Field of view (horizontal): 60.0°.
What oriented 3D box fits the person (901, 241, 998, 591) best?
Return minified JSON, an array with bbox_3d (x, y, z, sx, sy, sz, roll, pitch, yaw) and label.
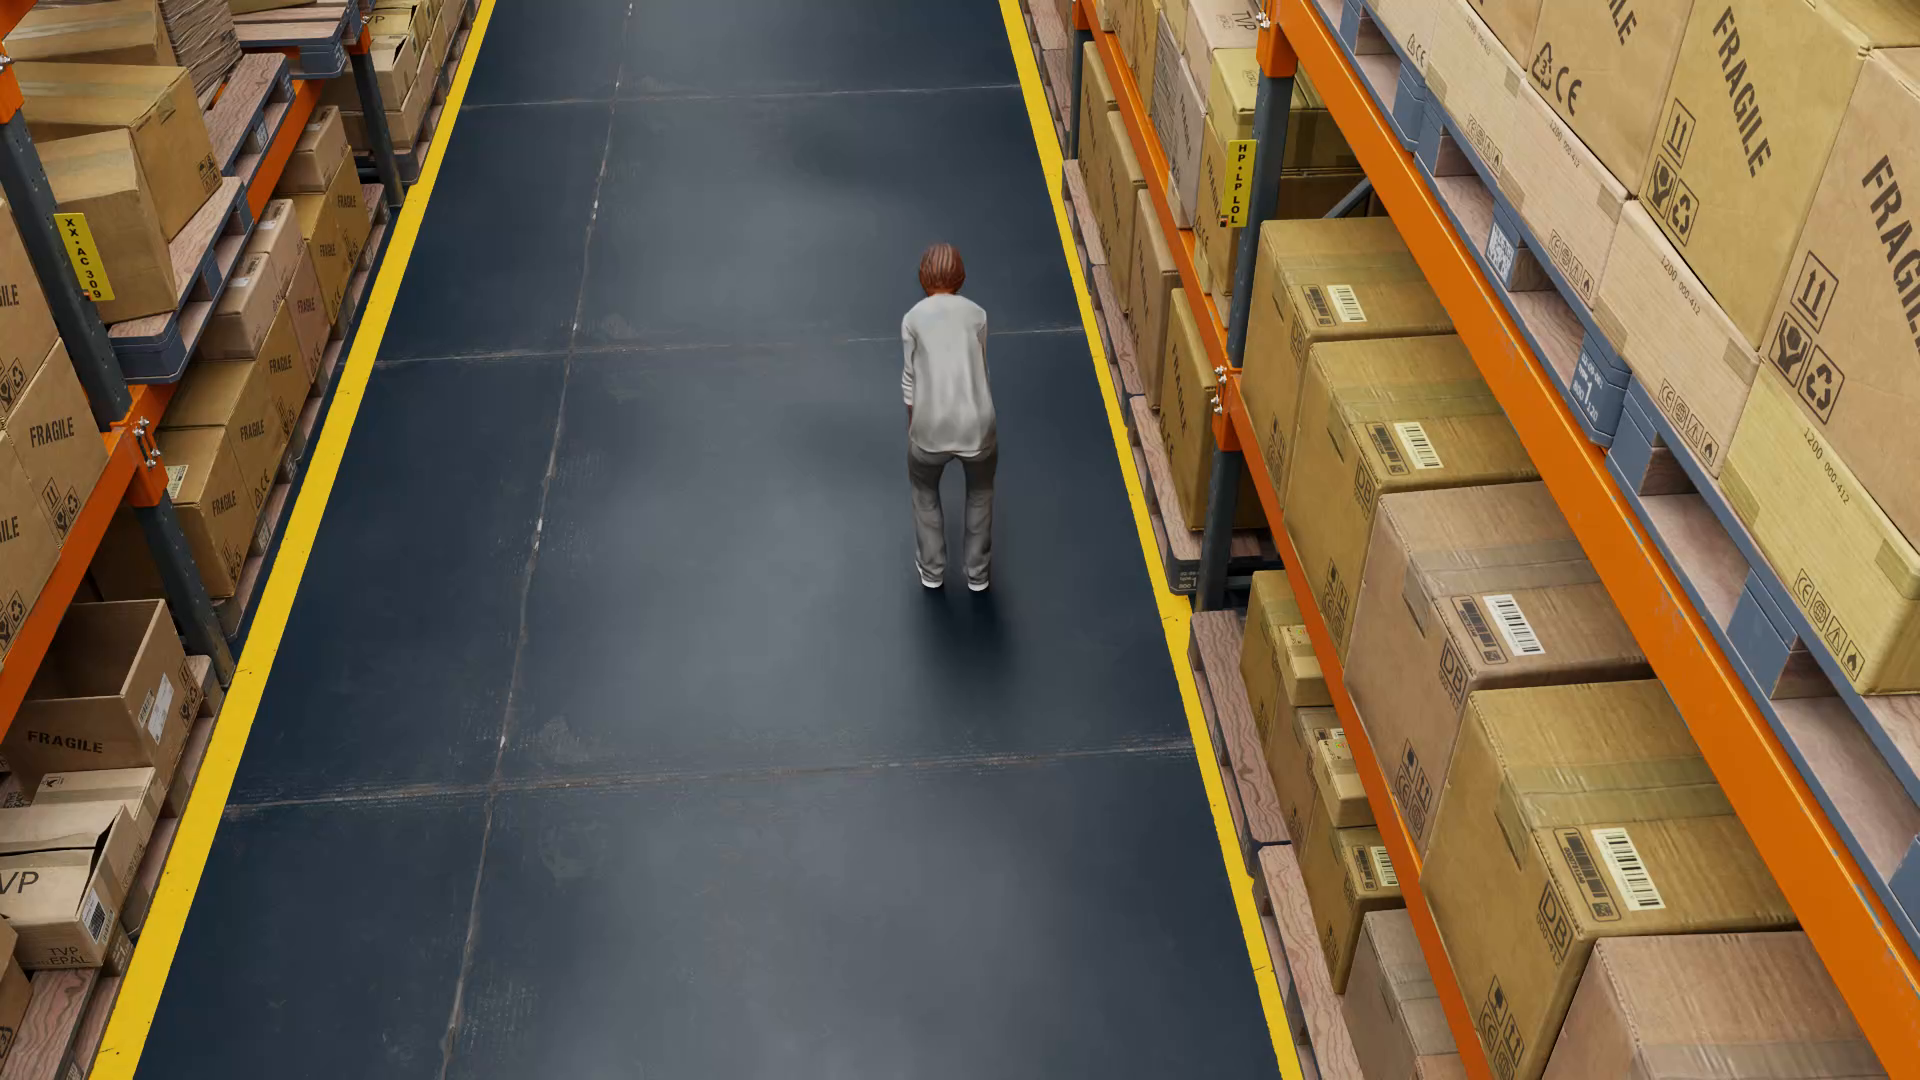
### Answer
[{"bbox_3d":[-0.045,-0.469,6.881,0.376,1.409,0.690,-3,40,-4],"label":"person"}]
